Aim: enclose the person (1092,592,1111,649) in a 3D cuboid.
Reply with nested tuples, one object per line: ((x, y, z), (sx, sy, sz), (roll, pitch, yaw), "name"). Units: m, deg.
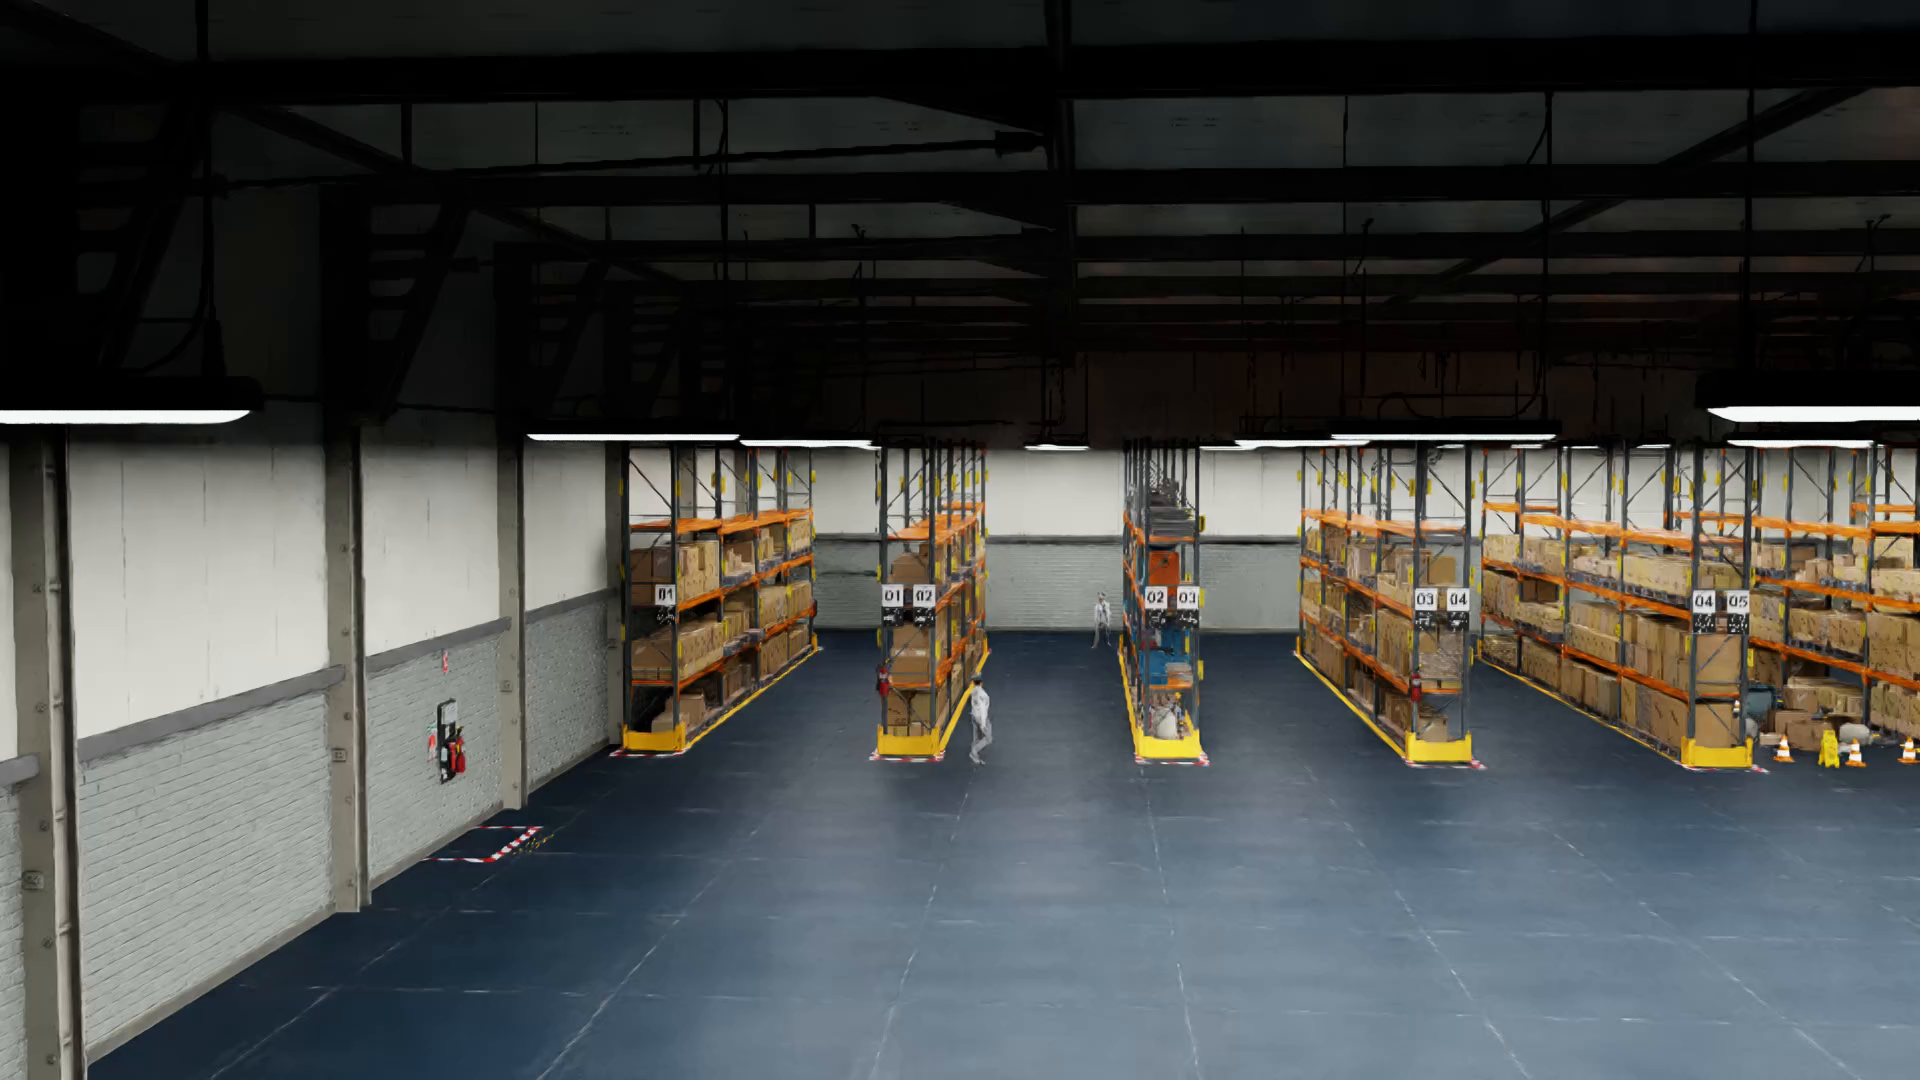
((4.142, 2.324, 48.217), (0.491, 1.642, 0.907), (1, 3, 22), "person")

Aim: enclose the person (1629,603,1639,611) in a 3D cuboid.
((18.473, 2.474, 45.518), (0.516, 1.632, 0.614), (0, 3, -7), "person")

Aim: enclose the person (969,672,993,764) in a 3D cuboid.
((0.336, 3.253, 30.383), (0.402, 1.665, 0.516), (-1, 3, -23), "person")
